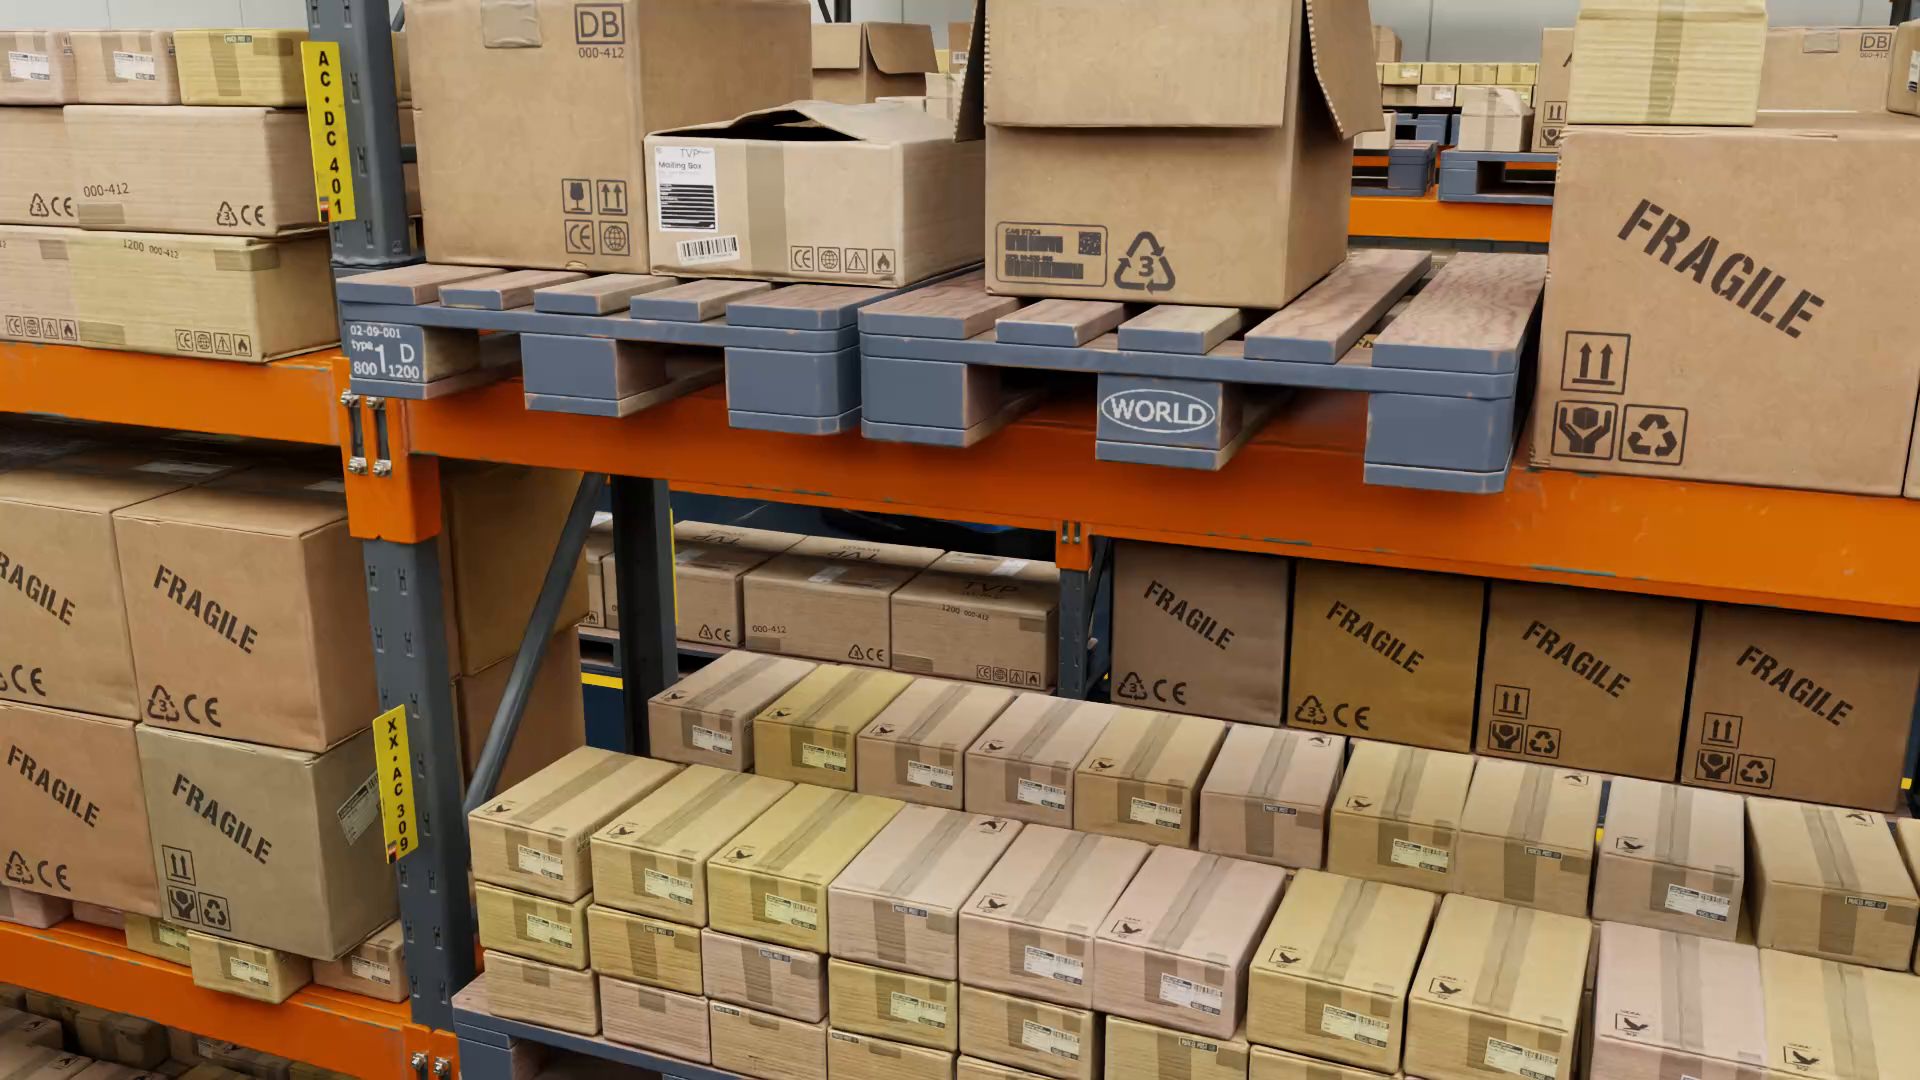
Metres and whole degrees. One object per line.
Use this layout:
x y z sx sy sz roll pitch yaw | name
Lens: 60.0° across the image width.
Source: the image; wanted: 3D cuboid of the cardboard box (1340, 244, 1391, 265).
2.922 -1.939 12.539 0.500 0.500 0.700 7 18 22 | cardboard box

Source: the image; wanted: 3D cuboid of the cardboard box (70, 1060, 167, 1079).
-2.398 1.608 4.547 0.250 0.149 0.380 5 17 18 | cardboard box

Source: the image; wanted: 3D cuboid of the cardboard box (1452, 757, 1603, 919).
1.153 0.596 3.370 0.250 0.149 0.380 7 18 22 | cardboard box

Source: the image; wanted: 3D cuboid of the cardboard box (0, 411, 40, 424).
-2.739 -0.157 4.827 0.500 0.500 0.500 6 17 19 | cardboard box

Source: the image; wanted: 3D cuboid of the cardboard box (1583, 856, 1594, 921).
1.160 0.738 3.416 0.250 0.149 0.380 6 17 20 | cardboard box

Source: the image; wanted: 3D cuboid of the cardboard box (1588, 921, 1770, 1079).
1.162 0.791 2.700 0.250 0.149 0.380 6 17 21 | cardboard box

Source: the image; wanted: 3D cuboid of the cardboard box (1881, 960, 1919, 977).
1.856 0.815 3.149 0.250 0.149 0.380 6 17 19 | cardboard box

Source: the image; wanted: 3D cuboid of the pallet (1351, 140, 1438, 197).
1.607 -1.777 7.876 1.217 0.209 0.805 6 17 18 | pallet

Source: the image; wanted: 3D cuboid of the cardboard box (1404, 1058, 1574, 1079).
0.907 0.907 2.834 0.250 0.149 0.380 7 18 22 | cardboard box

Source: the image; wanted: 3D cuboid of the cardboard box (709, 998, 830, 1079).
-0.297 0.917 3.331 0.250 0.149 0.380 6 17 21 | cardboard box

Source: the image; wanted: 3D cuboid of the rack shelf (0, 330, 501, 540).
-2.847 -0.514 4.476 4.000 0.370 1.077 6 17 21 | rack shelf

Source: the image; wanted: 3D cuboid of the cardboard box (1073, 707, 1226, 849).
0.420 0.516 3.646 0.250 0.149 0.380 6 17 19 | cardboard box

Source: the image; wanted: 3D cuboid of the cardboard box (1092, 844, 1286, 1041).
0.415 0.710 2.978 0.250 0.149 0.380 7 18 23 | cardboard box

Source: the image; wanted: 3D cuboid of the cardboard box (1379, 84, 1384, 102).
2.914 -3.197 11.944 0.250 0.149 0.380 6 17 21 | cardboard box

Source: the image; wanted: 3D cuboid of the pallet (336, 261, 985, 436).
-0.451 -0.474 3.384 1.003 0.211 1.213 6 17 21 | pallet

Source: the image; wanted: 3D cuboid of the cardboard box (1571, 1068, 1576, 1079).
0.916 1.050 2.876 0.250 0.149 0.380 7 18 22 | cardboard box

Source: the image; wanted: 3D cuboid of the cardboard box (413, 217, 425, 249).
-1.320 -0.699 4.090 0.500 0.250 0.500 7 18 23 | cardboard box

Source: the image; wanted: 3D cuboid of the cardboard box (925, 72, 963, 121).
0.024 -2.117 8.014 0.258 0.266 0.396 7 18 22 | cardboard box

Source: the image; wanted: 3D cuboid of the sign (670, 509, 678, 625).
-0.786 0.085 4.424 0.005 0.325 0.100 6 17 21 | sign

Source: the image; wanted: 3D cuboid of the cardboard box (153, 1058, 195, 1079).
-2.212 1.609 5.078 0.250 0.149 0.380 7 18 23 | cardboard box

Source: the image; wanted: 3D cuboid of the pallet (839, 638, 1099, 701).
0.057 0.732 9.273 1.213 0.211 1.003 6 17 21 | pallet

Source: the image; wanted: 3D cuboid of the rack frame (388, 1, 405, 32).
-2.985 -3.799 9.120 0.127 3.000 1.000 6 17 21 | rack frame

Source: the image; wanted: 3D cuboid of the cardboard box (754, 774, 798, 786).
-0.298 0.577 3.968 0.250 0.149 0.380 6 17 21 | cardboard box

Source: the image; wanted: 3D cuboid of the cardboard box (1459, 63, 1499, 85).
3.674 -3.289 11.726 0.250 0.149 0.380 7 17 21 | cardboard box

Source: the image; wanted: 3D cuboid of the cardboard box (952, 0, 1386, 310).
0.403 -0.715 2.936 0.637 0.503 0.797 6 17 20 | cardboard box

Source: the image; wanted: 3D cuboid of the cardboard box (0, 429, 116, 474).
-2.477 0.029 4.188 0.500 0.500 0.500 7 18 22 | cardboard box

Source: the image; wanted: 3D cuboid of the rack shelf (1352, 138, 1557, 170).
4.414 -2.687 11.960 4.000 0.370 1.077 6 17 21 | rack shelf

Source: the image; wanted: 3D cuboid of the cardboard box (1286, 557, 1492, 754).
2.185 0.443 8.326 0.875 0.875 0.875 7 18 22 | cardboard box

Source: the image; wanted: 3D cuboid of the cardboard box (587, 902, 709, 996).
-0.547 0.747 3.384 0.250 0.149 0.380 6 17 20 | cardboard box

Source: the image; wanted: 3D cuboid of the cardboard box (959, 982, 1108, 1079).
0.187 0.827 3.110 0.250 0.149 0.380 7 18 23 | cardboard box

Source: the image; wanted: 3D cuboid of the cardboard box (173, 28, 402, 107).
-1.378 -0.976 3.432 0.250 0.149 0.380 5 17 18 | cardboard box

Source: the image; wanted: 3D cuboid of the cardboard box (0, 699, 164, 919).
-2.022 0.565 4.135 0.500 0.500 0.500 6 17 19 | cardboard box

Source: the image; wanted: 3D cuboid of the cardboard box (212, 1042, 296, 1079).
-1.969 1.501 4.918 0.250 0.149 0.380 6 17 19 | cardboard box

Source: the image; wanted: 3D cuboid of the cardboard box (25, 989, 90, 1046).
-2.675 1.411 5.225 0.250 0.149 0.380 6 17 21 | cardboard box

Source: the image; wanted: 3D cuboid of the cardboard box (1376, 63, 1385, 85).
2.945 -3.356 11.958 0.250 0.149 0.380 7 17 22 | cardboard box

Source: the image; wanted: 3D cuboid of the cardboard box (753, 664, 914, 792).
-0.291 0.436 3.921 0.250 0.149 0.380 6 17 19 | cardboard box

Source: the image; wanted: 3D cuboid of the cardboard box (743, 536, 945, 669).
-0.642 0.336 9.477 0.875 0.438 0.875 6 17 19 | cardboard box

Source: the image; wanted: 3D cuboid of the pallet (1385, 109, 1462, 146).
3.135 -3.062 12.298 1.003 0.211 1.213 6 17 21 | pallet

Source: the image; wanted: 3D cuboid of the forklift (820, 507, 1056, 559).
-0.402 -1.559 12.287 1.130 2.935 3.031 -14 21 -39 | forklift

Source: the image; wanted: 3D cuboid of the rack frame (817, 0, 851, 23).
-1.167 -5.087 13.555 0.127 3.000 1.000 6 17 21 | rack frame

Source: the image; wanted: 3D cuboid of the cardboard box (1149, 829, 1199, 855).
0.429 0.657 3.693 0.250 0.149 0.380 5 17 18 | cardboard box

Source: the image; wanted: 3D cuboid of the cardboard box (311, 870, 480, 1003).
-1.338 0.937 4.015 0.250 0.149 0.380 6 17 20 | cardboard box

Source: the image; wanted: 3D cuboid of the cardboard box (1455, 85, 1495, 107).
3.637 -3.129 11.708 0.250 0.149 0.380 6 17 20 | cardboard box

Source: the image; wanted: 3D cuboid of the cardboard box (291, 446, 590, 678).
-1.317 0.005 4.271 0.500 0.500 0.500 7 17 22 | cardboard box

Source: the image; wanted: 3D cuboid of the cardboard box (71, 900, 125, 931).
-2.059 0.852 4.308 0.250 0.149 0.380 6 17 19 | cardboard box

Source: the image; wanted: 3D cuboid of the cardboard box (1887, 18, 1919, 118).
1.728 -0.843 2.765 0.258 0.266 0.396 6 17 21 | cardboard box

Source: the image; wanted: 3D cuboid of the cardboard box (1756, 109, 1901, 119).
1.366 -0.521 3.027 0.500 0.500 0.500 6 17 21 | cardboard box

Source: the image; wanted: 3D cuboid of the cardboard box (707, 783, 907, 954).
-0.289 0.632 3.247 0.250 0.149 0.380 6 17 21 | cardboard box

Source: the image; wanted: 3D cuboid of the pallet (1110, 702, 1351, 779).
1.481 0.890 8.731 1.213 0.211 1.003 6 17 21 | pallet

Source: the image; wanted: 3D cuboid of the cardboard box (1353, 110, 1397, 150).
1.785 -1.819 7.344 0.250 0.166 0.380 5 17 17 | cardboard box

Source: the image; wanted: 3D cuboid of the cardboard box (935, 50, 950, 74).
0.092 -3.742 13.142 0.500 0.250 0.500 6 17 20 | cardboard box

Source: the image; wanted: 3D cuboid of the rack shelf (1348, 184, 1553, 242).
2.597 -1.399 7.524 4.000 0.370 1.077 6 17 21 | rack shelf

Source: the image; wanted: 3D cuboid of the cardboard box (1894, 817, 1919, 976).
1.898 0.677 3.091 0.250 0.149 0.380 6 17 20 | cardboard box

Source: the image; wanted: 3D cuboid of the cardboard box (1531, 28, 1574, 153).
2.711 -1.895 7.008 0.500 0.500 0.500 6 17 21 | cardboard box

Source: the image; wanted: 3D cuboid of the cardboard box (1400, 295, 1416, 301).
2.192 -0.949 8.088 0.500 0.500 0.500 7 18 22 | cardboard box
